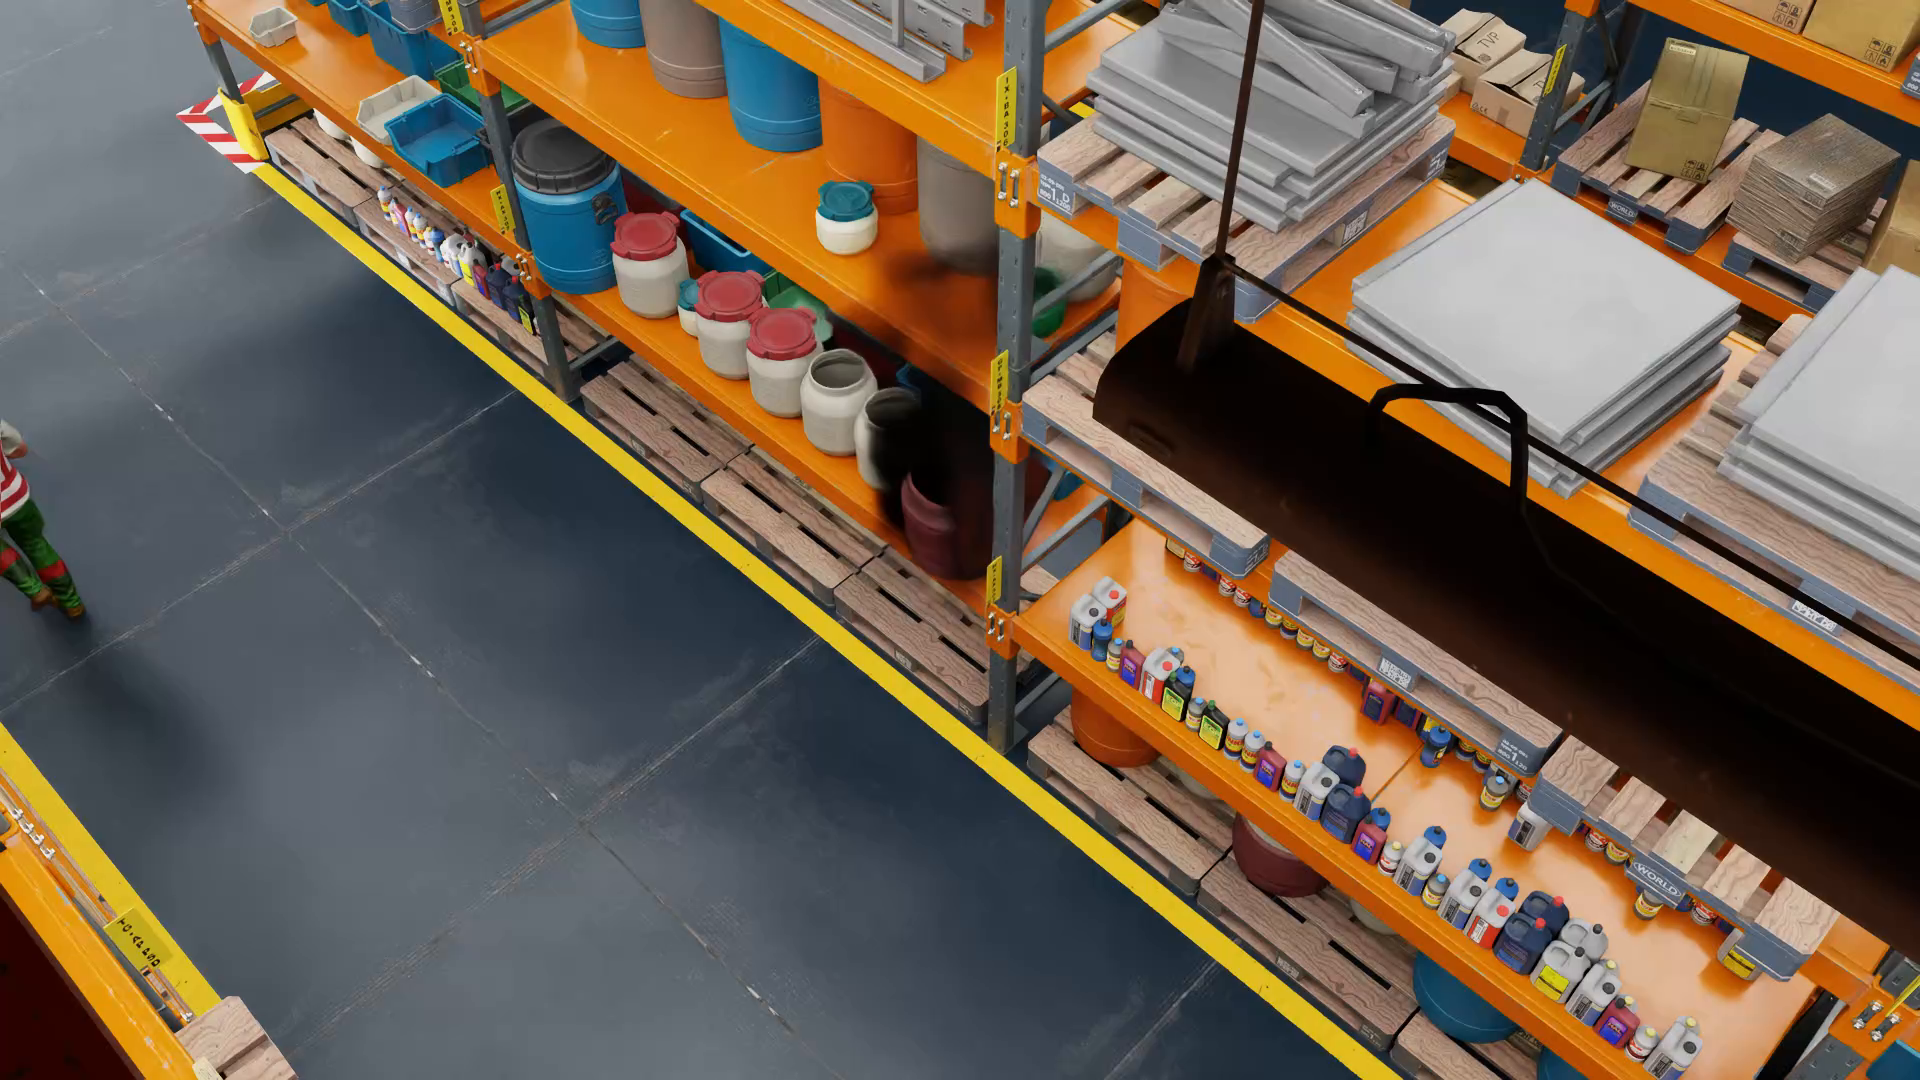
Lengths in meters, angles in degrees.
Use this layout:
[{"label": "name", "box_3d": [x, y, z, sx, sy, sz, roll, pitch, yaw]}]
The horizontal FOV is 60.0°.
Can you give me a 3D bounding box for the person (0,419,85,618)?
[{"label": "person", "box_3d": [-5.530, -0.235, 9.427, 0.614, 1.743, 0.632, 32, 57, 24]}]
